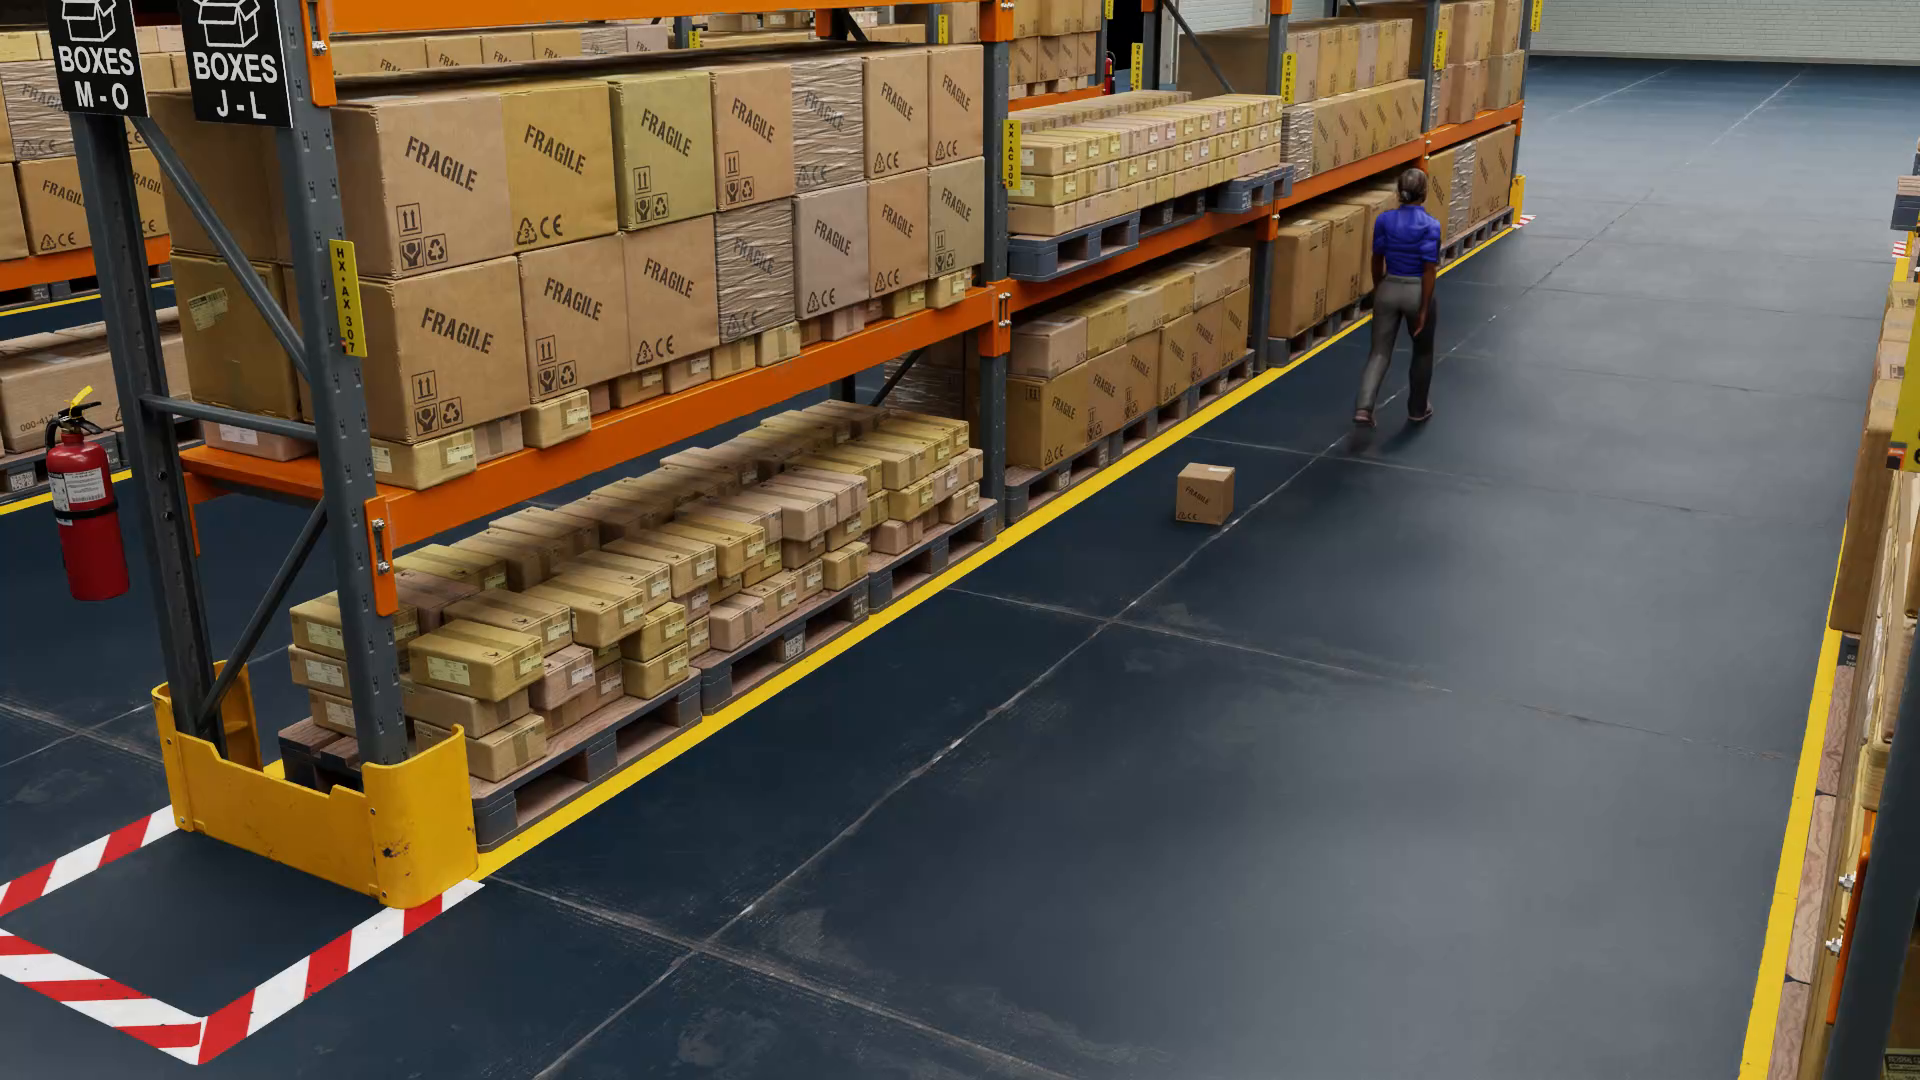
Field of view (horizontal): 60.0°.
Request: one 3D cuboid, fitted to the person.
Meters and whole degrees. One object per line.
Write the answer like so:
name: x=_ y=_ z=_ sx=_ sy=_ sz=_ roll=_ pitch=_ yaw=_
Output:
person: x=2.713 y=-1.471 z=10.208 sx=0.444 sy=1.607 sz=0.959 roll=11 pitch=22 yaw=28
